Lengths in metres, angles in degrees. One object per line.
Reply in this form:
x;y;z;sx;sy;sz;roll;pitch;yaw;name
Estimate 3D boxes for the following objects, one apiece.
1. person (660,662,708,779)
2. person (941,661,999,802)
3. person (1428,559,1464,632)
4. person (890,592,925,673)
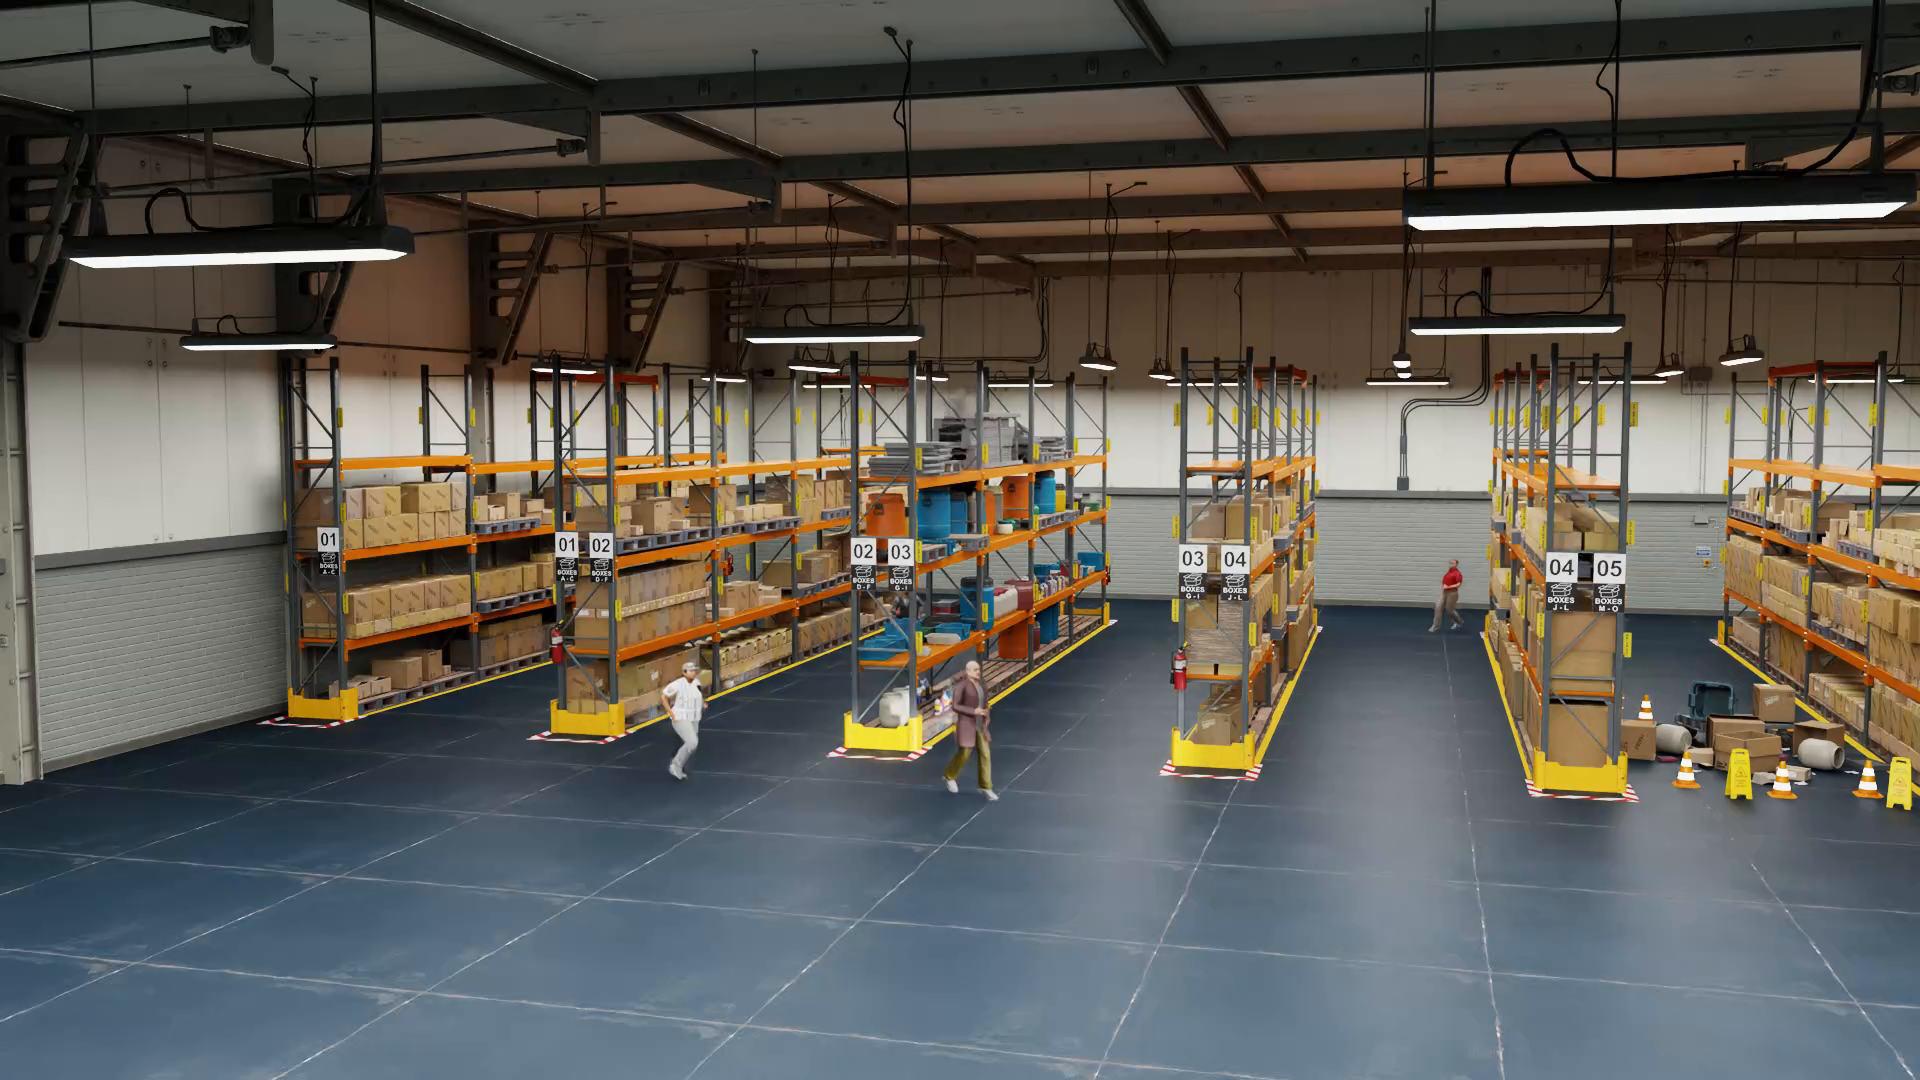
-3.772;2.498;22.990;0.646;1.611;0.599;3;5;35;person
0.138;2.544;21.966;0.735;1.736;0.926;-4;6;-44;person
11.415;1.301;38.763;0.909;1.719;0.689;-1;4;-19;person
-1.049;1.707;32.852;0.657;1.724;0.950;0;4;6;person
